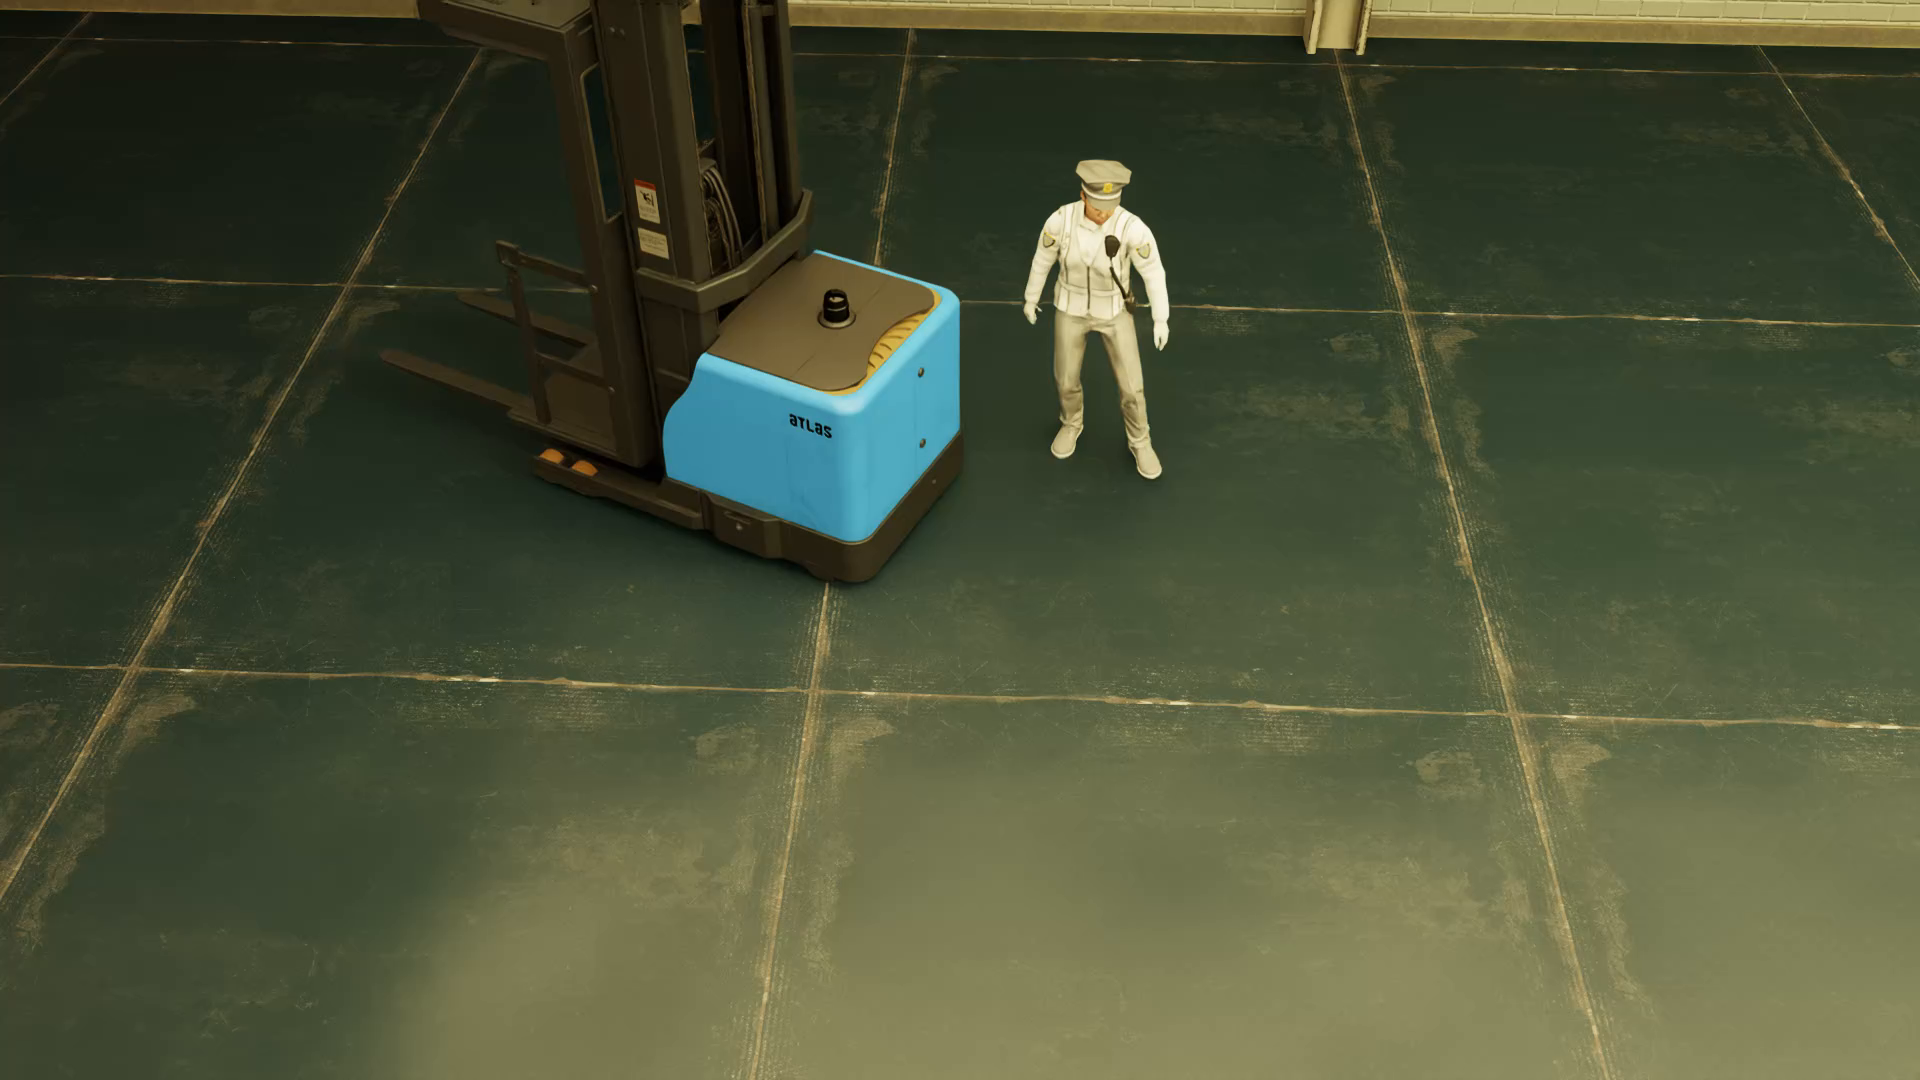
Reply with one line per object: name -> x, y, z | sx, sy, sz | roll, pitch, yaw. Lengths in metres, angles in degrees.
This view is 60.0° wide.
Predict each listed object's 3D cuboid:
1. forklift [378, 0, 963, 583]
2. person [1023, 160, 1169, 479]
forklift -> -1.532, -1.599, 7.493 | 3.031, 2.935, 1.130 | 20, 46, 20
person -> 0.659, -1.062, 7.869 | 0.753, 1.641, 0.365 | 9, 43, 10
